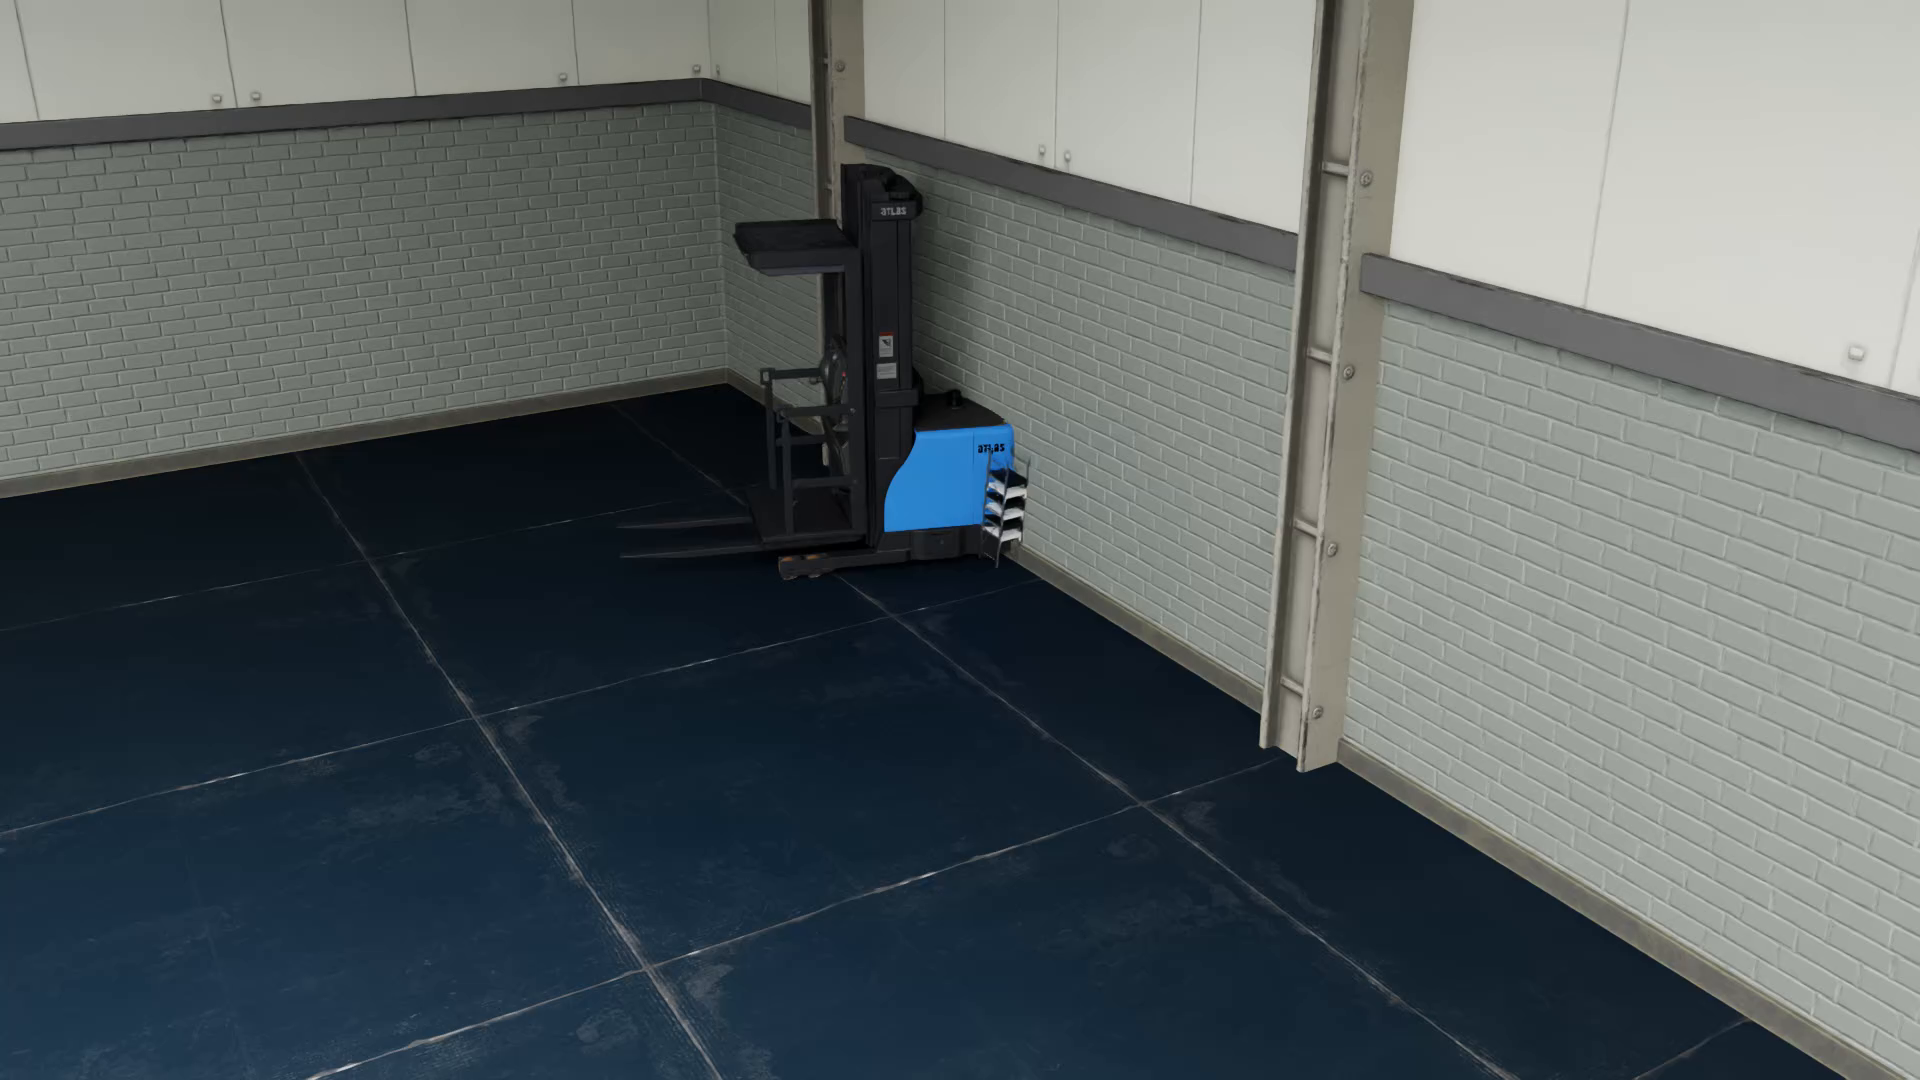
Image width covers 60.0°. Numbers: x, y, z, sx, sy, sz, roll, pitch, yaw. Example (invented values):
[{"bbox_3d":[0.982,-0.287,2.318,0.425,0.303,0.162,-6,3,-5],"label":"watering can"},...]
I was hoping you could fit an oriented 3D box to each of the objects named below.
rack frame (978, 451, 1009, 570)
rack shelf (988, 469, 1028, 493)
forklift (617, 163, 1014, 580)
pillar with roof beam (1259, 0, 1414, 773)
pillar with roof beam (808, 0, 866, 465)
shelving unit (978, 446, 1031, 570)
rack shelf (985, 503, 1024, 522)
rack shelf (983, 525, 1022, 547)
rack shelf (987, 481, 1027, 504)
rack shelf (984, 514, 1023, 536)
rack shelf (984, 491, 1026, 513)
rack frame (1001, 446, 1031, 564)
[{"bbox_3d":[0.253,-0.222,12.587,0.006,0.900,0.240,-15,33,-35],"label":"rack frame"},{"bbox_3d":[0.354,-0.453,12.537,0.200,0.077,0.258,-15,33,-35],"label":"rack shelf"},{"bbox_3d":[-1.128,-1.278,12.530,3.031,2.935,1.130,-5,23,-12],"label":"forklift"},{"bbox_3d":[-1.640,-2.050,6.372,9.100,9.000,0.400,-13,25,-28],"label":"pillar with roof beam"},{"bbox_3d":[-4.705,-3.993,11.151,9.100,9.000,0.400,-13,25,-28],"label":"pillar with roof beam"},{"bbox_3d":[0.334,-0.243,12.645,0.210,0.900,0.258,-15,33,-35],"label":"shelving unit"},{"bbox_3d":[0.331,-0.214,12.660,0.200,0.077,0.258,-15,33,-35],"label":"rack shelf"},{"bbox_3d":[0.316,-0.054,12.741,0.200,0.077,0.258,-15,33,-35],"label":"rack shelf"},{"bbox_3d":[0.347,-0.374,12.578,0.200,0.077,0.258,-15,33,-35],"label":"rack shelf"},{"bbox_3d":[0.324,-0.134,12.701,0.200,0.077,0.258,-15,33,-35],"label":"rack shelf"},{"bbox_3d":[0.339,-0.294,12.619,0.200,0.077,0.258,-15,33,-35],"label":"rack shelf"},{"bbox_3d":[0.415,-0.265,12.702,0.006,0.900,0.240,-15,33,-35],"label":"rack frame"}]
